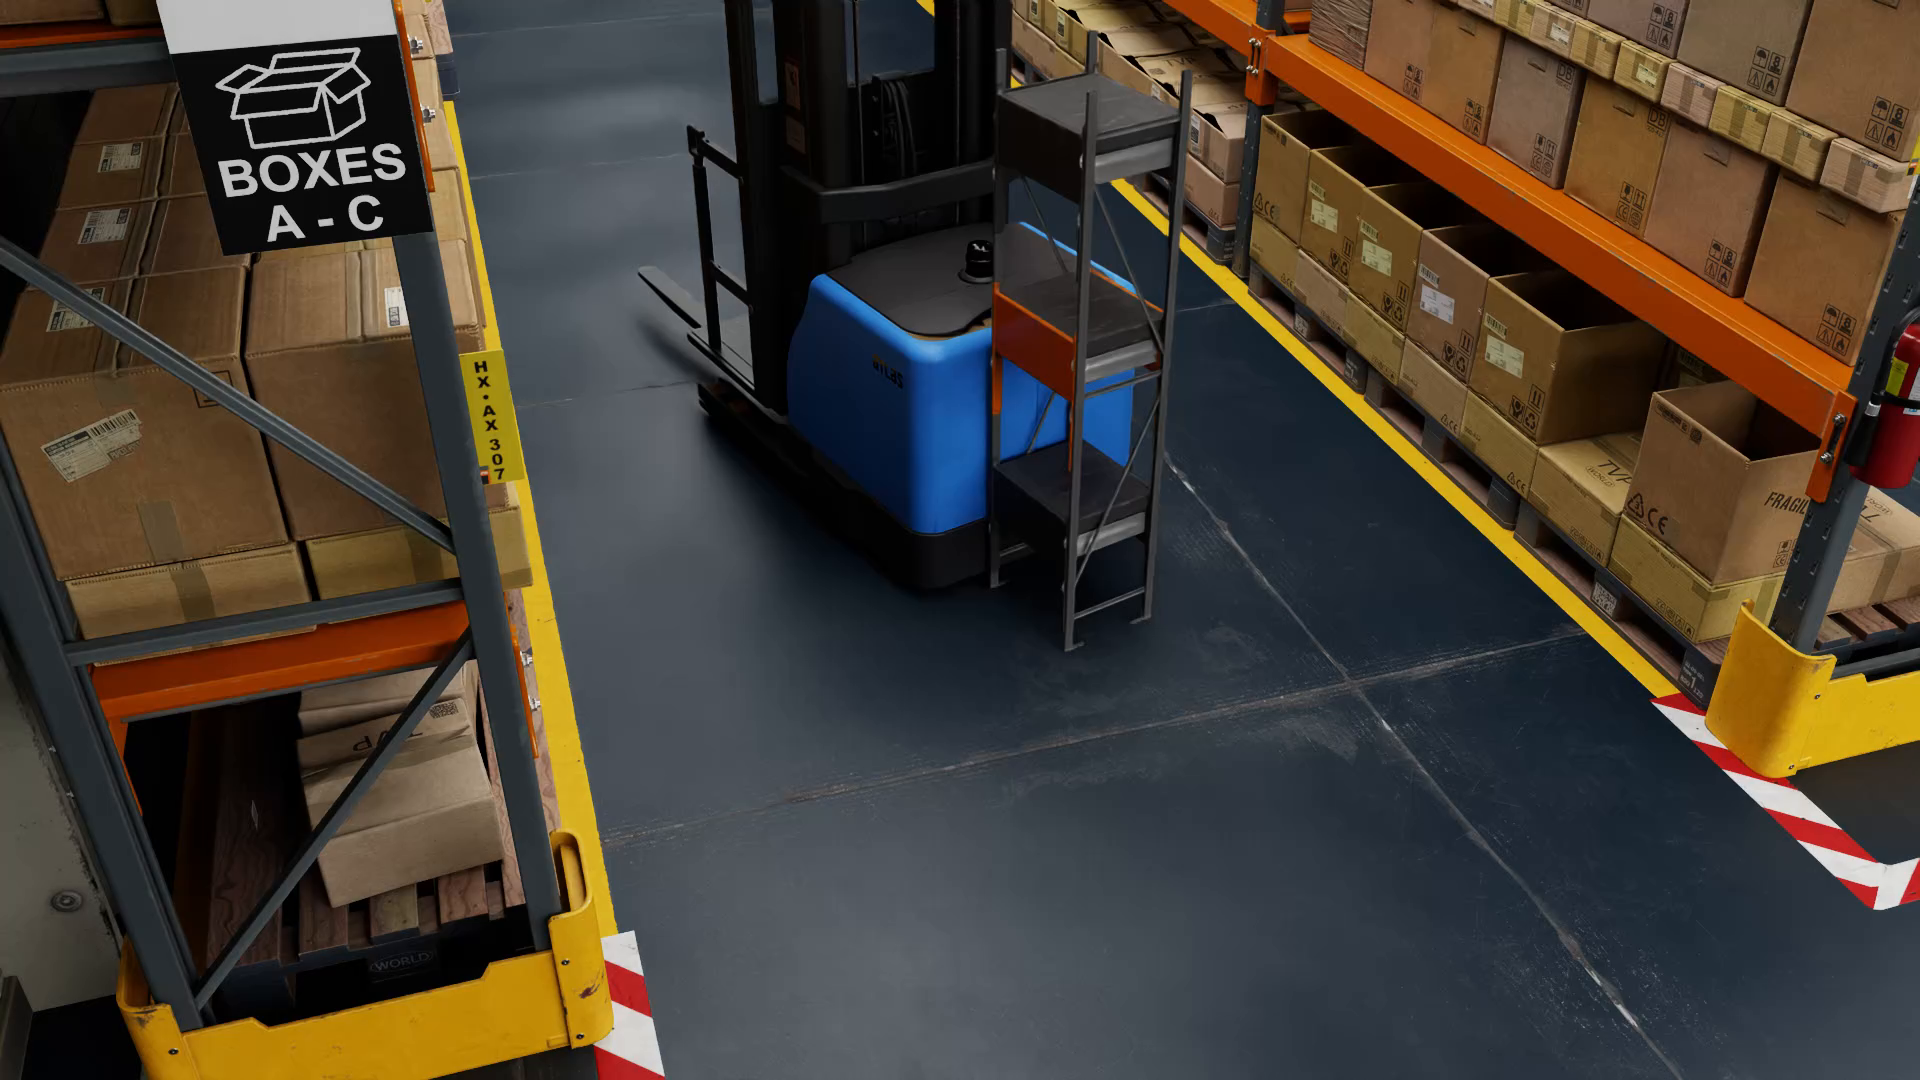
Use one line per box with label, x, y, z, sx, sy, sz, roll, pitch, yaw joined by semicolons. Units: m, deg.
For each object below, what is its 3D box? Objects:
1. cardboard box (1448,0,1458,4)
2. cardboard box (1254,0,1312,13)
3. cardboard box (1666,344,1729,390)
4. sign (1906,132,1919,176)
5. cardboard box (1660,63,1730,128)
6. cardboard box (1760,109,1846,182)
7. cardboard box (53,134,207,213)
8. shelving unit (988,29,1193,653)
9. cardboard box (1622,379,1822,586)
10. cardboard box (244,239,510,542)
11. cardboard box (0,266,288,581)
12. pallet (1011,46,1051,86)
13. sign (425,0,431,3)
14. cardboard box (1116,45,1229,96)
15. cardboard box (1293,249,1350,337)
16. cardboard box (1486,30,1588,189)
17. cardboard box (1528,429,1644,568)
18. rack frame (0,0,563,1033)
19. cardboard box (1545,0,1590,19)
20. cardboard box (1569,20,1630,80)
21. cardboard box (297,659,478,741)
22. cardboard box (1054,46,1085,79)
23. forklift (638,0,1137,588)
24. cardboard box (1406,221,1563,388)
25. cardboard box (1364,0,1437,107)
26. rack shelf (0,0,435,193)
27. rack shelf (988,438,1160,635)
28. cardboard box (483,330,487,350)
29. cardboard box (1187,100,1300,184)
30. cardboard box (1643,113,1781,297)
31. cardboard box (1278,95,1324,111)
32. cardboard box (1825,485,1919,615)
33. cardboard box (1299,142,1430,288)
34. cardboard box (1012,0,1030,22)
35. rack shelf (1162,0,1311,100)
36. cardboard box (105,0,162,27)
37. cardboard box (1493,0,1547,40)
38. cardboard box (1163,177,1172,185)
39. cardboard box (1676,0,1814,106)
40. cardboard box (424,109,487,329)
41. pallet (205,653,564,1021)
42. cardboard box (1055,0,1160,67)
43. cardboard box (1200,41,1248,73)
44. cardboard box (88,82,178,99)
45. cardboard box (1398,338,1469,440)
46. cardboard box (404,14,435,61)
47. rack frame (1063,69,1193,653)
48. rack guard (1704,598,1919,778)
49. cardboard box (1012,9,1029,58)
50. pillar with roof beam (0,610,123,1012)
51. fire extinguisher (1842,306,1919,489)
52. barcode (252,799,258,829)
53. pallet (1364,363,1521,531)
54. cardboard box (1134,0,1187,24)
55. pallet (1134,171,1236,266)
cardboard box;2.162;-2.351;6.908;0.380;0.149;0.250;-11;35;-16
cardboard box;1.760;-2.937;8.610;0.500;0.250;0.500;-8;34;-12
cardboard box;3.065;-0.571;6.326;0.500;0.500;0.500;-10;35;-15
sign;2.651;-1.146;4.499;0.100;0.325;0.005;-10;35;-15
cardboard box;2.640;-1.533;5.670;0.380;0.149;0.250;-10;35;-14
cardboard box;2.792;-1.267;5.267;0.380;0.149;0.250;-9;35;-14
cardboard box;-2.197;-0.820;4.709;0.500;0.500;0.500;-11;35;-16
shelving unit;0.417;-0.635;5.806;0.431;2.100;0.503;-20;38;-27
cardboard box;2.725;-0.221;5.796;0.500;0.500;0.500;-10;35;-15
cardboard box;-1.404;-0.373;4.032;0.500;0.500;0.500;-10;35;-15
cardboard box;-1.891;-0.284;3.896;0.500;0.500;0.500;-10;35;-15
pallet;0.945;-3.246;11.472;1.003;0.211;1.213;-10;35;-15
sign;-2.251;-2.370;6.831;0.100;0.325;0.005;-10;35;-15
cardboard box;1.240;-2.709;9.734;0.500;0.311;0.500;-10;35;-15
cardboard box;1.952;-1.219;7.987;0.500;0.250;0.500;-10;35;-15
cardboard box;2.566;-1.750;6.586;0.700;0.500;0.500;-9;35;-13
cardboard box;2.563;-0.169;6.398;0.500;0.250;0.500;-10;35;-15
rack frame;-1.545;0.187;3.747;1.000;3.000;0.127;-10;35;-15
cardboard box;2.552;-2.309;6.256;0.700;0.500;0.500;-10;35;-15
cardboard box;2.477;-1.809;6.088;0.380;0.149;0.250;-9;35;-13
cardboard box;-1.844;0.447;5.392;0.500;0.311;0.500;-7;34;-11
cardboard box;0.930;-3.017;10.708;0.500;0.250;0.500;-11;35;-16
forklift;-0.530;-1.812;6.834;1.130;2.935;3.031;-20;38;-27
cardboard box;2.254;-1.006;6.985;0.500;0.500;0.500;-10;35;-15
cardboard box;2.260;-2.283;7.393;0.700;0.500;0.500;-10;35;-15
rack shelf;-2.155;-1.815;4.707;1.077;0.370;4.000;-10;35;-15
rack shelf;0.417;-0.039;6.199;0.431;0.518;0.480;-20;38;-27
cardboard box;-1.713;-0.608;5.066;0.500;0.250;0.500;-11;35;-15
cardboard box;1.555;-2.175;8.925;0.500;0.311;0.500;-10;35;-15
cardboard box;2.877;-1.212;5.773;0.700;0.500;0.500;-9;35;-13
cardboard box;2.063;-2.269;9.068;0.500;0.311;0.500;-10;35;-15
cardboard box;3.220;0.005;6.135;0.500;0.250;0.500;-10;35;-15
cardboard box;1.955;-1.532;7.781;0.500;0.500;0.500;-10;35;-15
cardboard box;0.611;-3.786;11.364;0.500;0.311;0.500;-9;34;-13
rack shelf;1.341;-3.498;9.976;1.077;0.370;4.000;-10;35;-15
cardboard box;-1.409;-1.333;3.216;0.500;0.500;0.500;-9;35;-13
cardboard box;2.325;-2.075;6.490;0.380;0.149;0.250;-10;35;-15
cardboard box;1.396;-2.211;9.489;0.500;0.250;0.500;-11;35;-15
cardboard box;2.860;-1.782;5.458;0.700;0.500;0.500;-11;35;-16
cardboard box;-1.697;-0.907;4.839;0.500;0.500;0.500;-11;35;-16
pallet;-1.782;0.878;5.230;1.003;0.211;1.213;-10;35;-15
cardboard box;0.933;-3.244;10.543;0.500;0.311;0.500;-11;35;-16
cardboard box;1.756;-2.805;9.878;0.500;0.311;0.500;-11;35;-16
cardboard box;-2.520;-1.356;5.518;0.500;0.500;0.500;-9;35;-13
cardboard box;2.258;-0.694;7.192;0.500;0.250;0.500;-10;35;-15
cardboard box;-2.025;-1.449;5.659;0.500;0.500;0.500;-11;35;-16
rack frame;0.550;-0.522;5.635;0.400;2.100;0.015;-20;38;-27
rack guard;3.179;0.407;5.681;1.175;0.500;0.348;-10;35;-15
cardboard box;0.611;-3.552;11.518;0.500;0.250;0.500;-10;35;-15
pillar with roof beam;1.518;-3.262;3.525;9.100;9.000;0.400;-10;35;-15
fire extinguisher;2.765;-0.476;4.820;0.296;0.674;0.183;-10;35;-15
barcode;-2.057;0.800;4.850;0.001;0.075;0.075;-10;35;-15
pallet;2.530;-0.519;7.344;1.003;0.211;1.213;-10;35;-15
cardboard box;1.442;-3.340;10.688;0.500;0.311;0.500;-10;35;-15
pallet;1.690;-1.965;9.533;1.003;0.211;1.213;-10;35;-15
